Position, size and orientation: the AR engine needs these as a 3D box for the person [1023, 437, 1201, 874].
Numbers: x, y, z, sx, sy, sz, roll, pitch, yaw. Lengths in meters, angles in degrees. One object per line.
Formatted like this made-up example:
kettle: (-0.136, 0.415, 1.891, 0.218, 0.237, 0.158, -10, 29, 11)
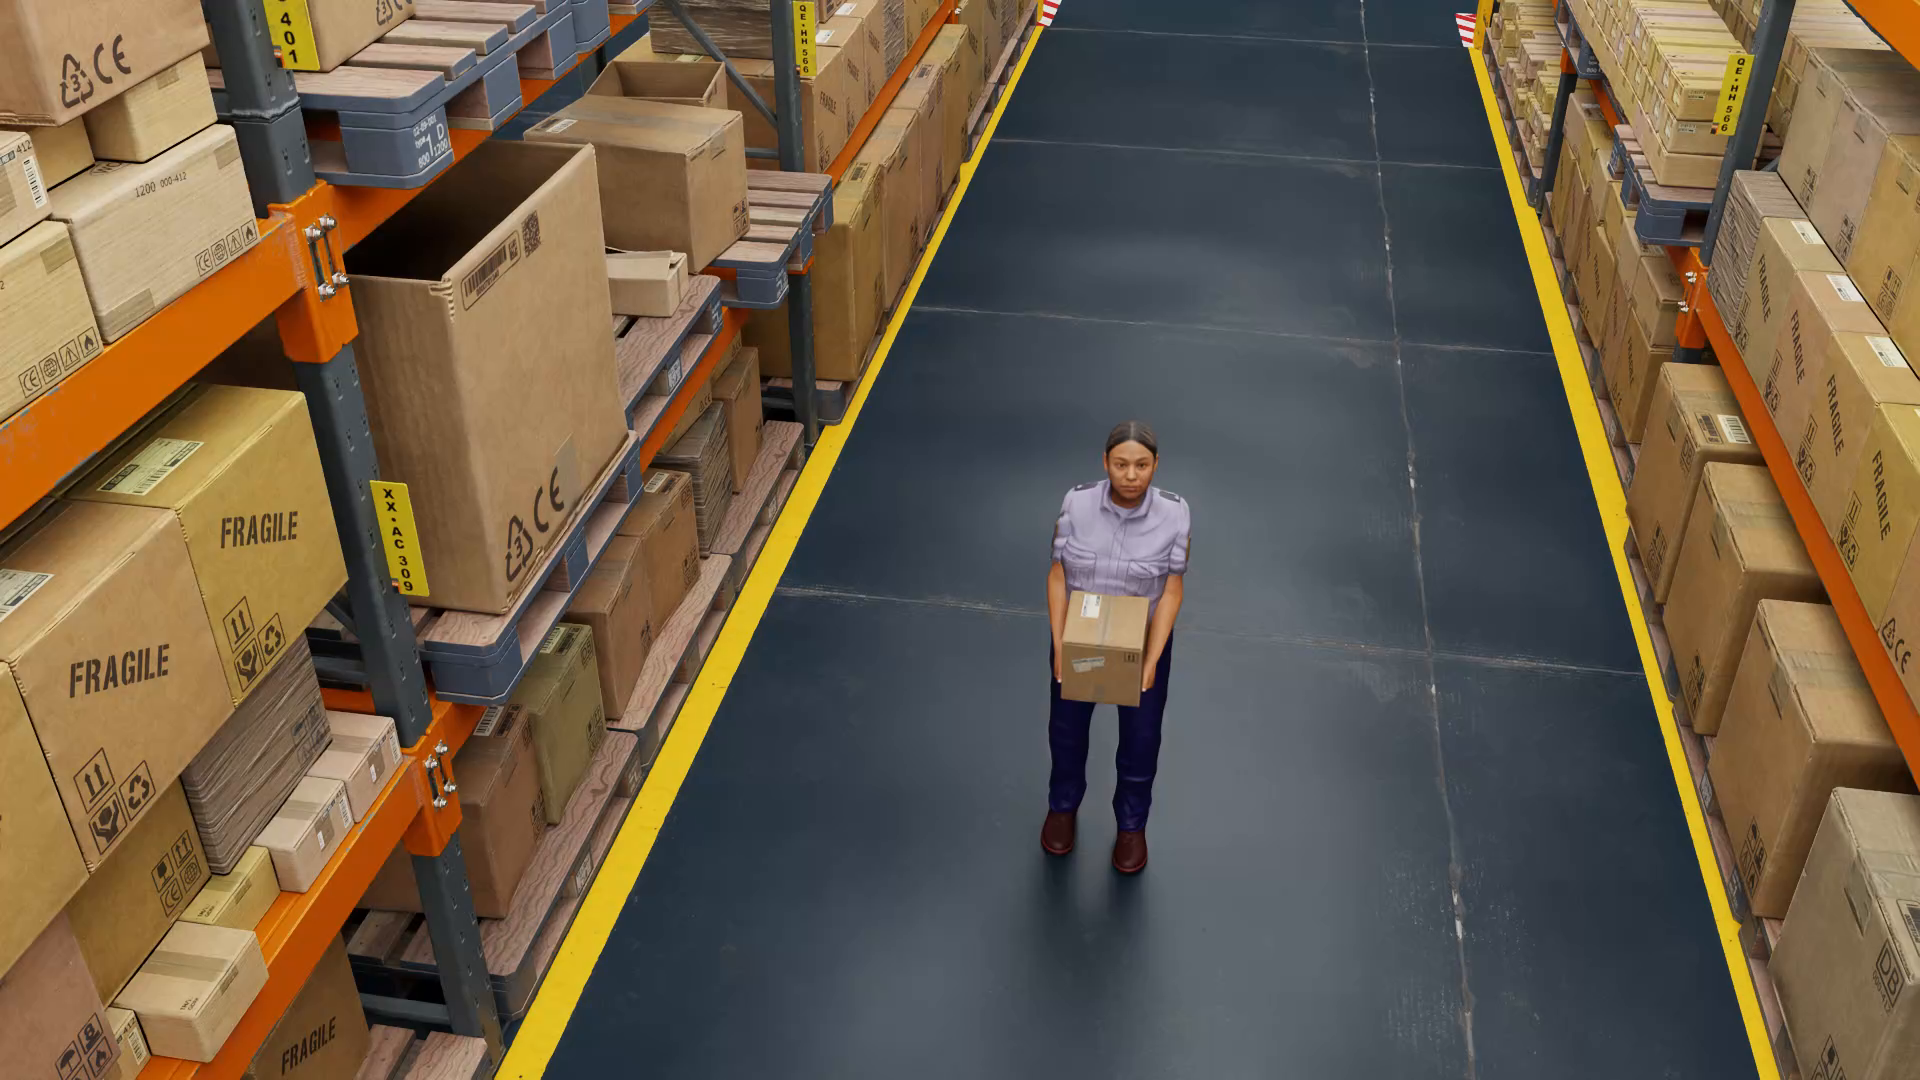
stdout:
person: (0.511, 0.374, 5.561, 0.556, 1.651, 0.392, 3, 33, 5)
